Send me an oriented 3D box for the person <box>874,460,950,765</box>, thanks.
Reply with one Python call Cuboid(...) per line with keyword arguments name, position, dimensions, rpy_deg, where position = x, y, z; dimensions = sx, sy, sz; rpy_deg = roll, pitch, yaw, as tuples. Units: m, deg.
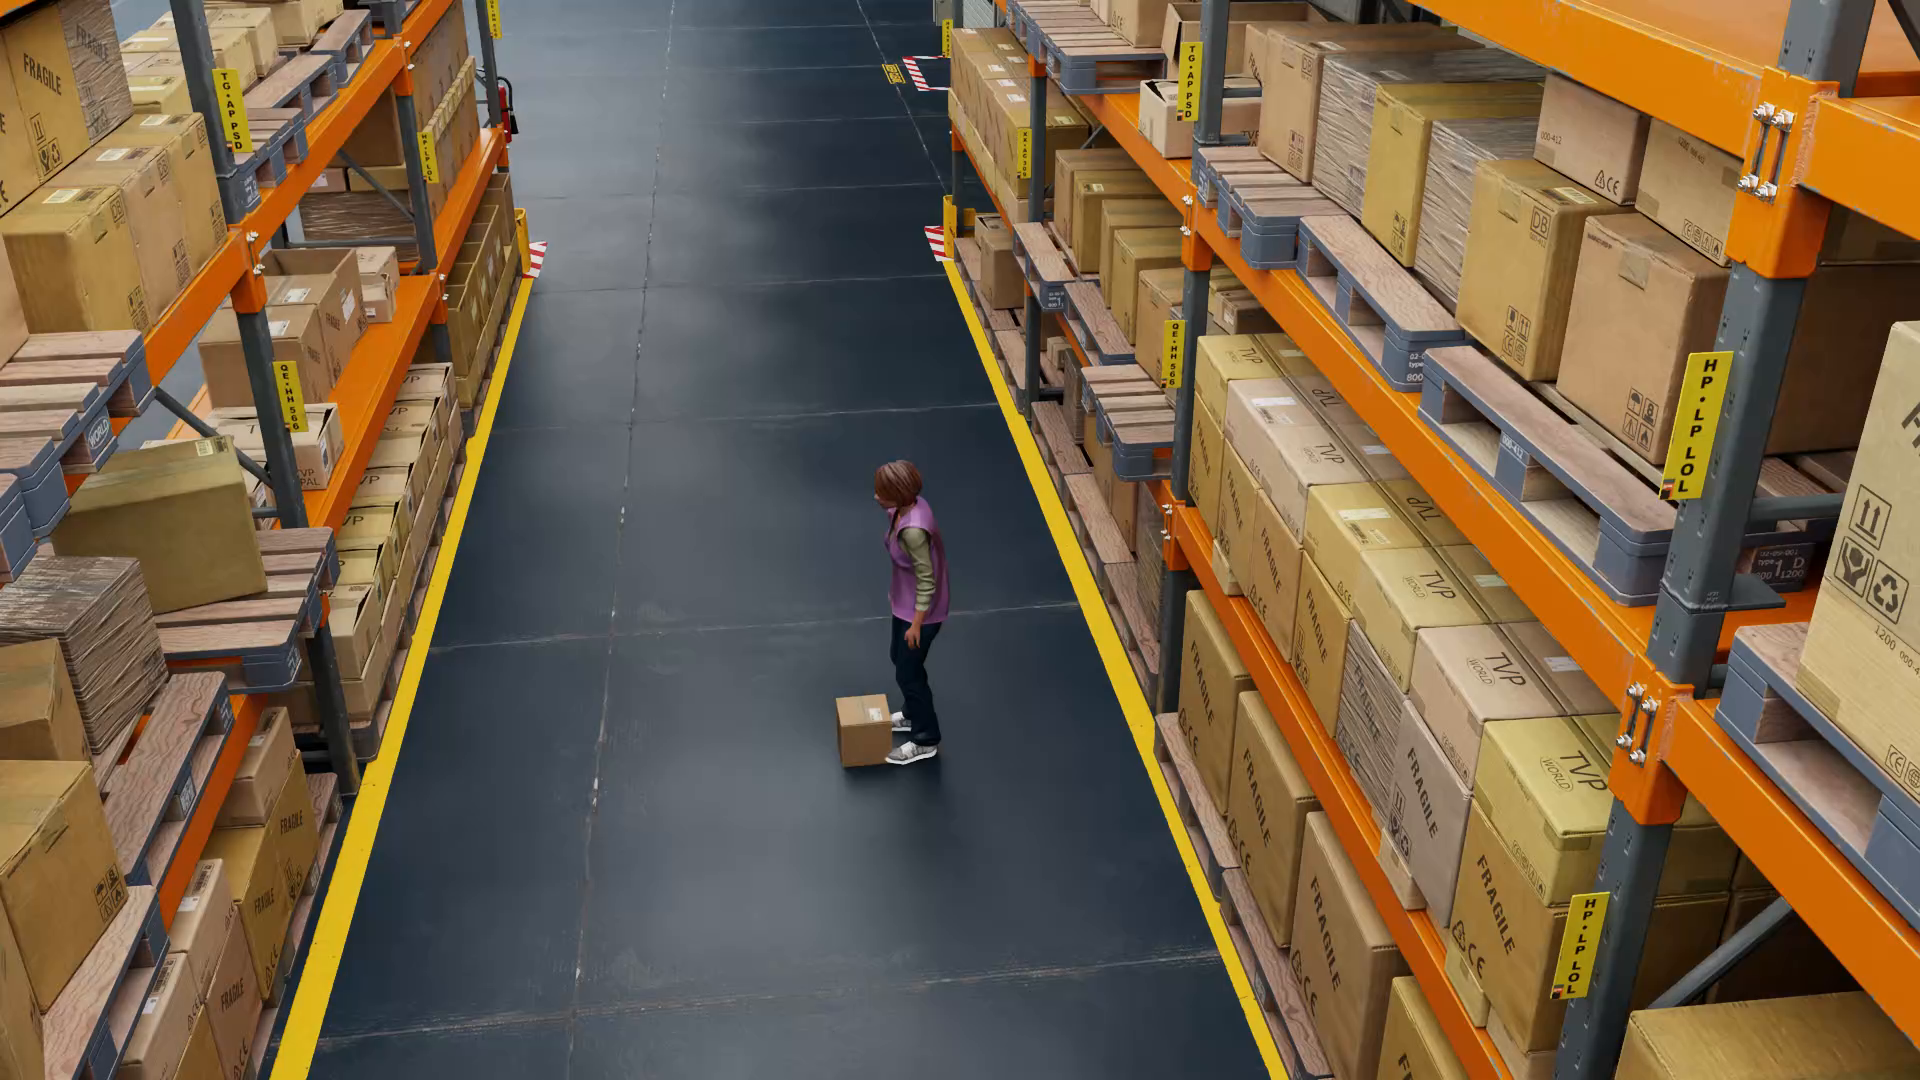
Cuboid(name="person", position=(-0.233, 0.333, 7.995), dimensions=(0.345, 1.591, 0.477), rpy_deg=(-5, 28, -10))
